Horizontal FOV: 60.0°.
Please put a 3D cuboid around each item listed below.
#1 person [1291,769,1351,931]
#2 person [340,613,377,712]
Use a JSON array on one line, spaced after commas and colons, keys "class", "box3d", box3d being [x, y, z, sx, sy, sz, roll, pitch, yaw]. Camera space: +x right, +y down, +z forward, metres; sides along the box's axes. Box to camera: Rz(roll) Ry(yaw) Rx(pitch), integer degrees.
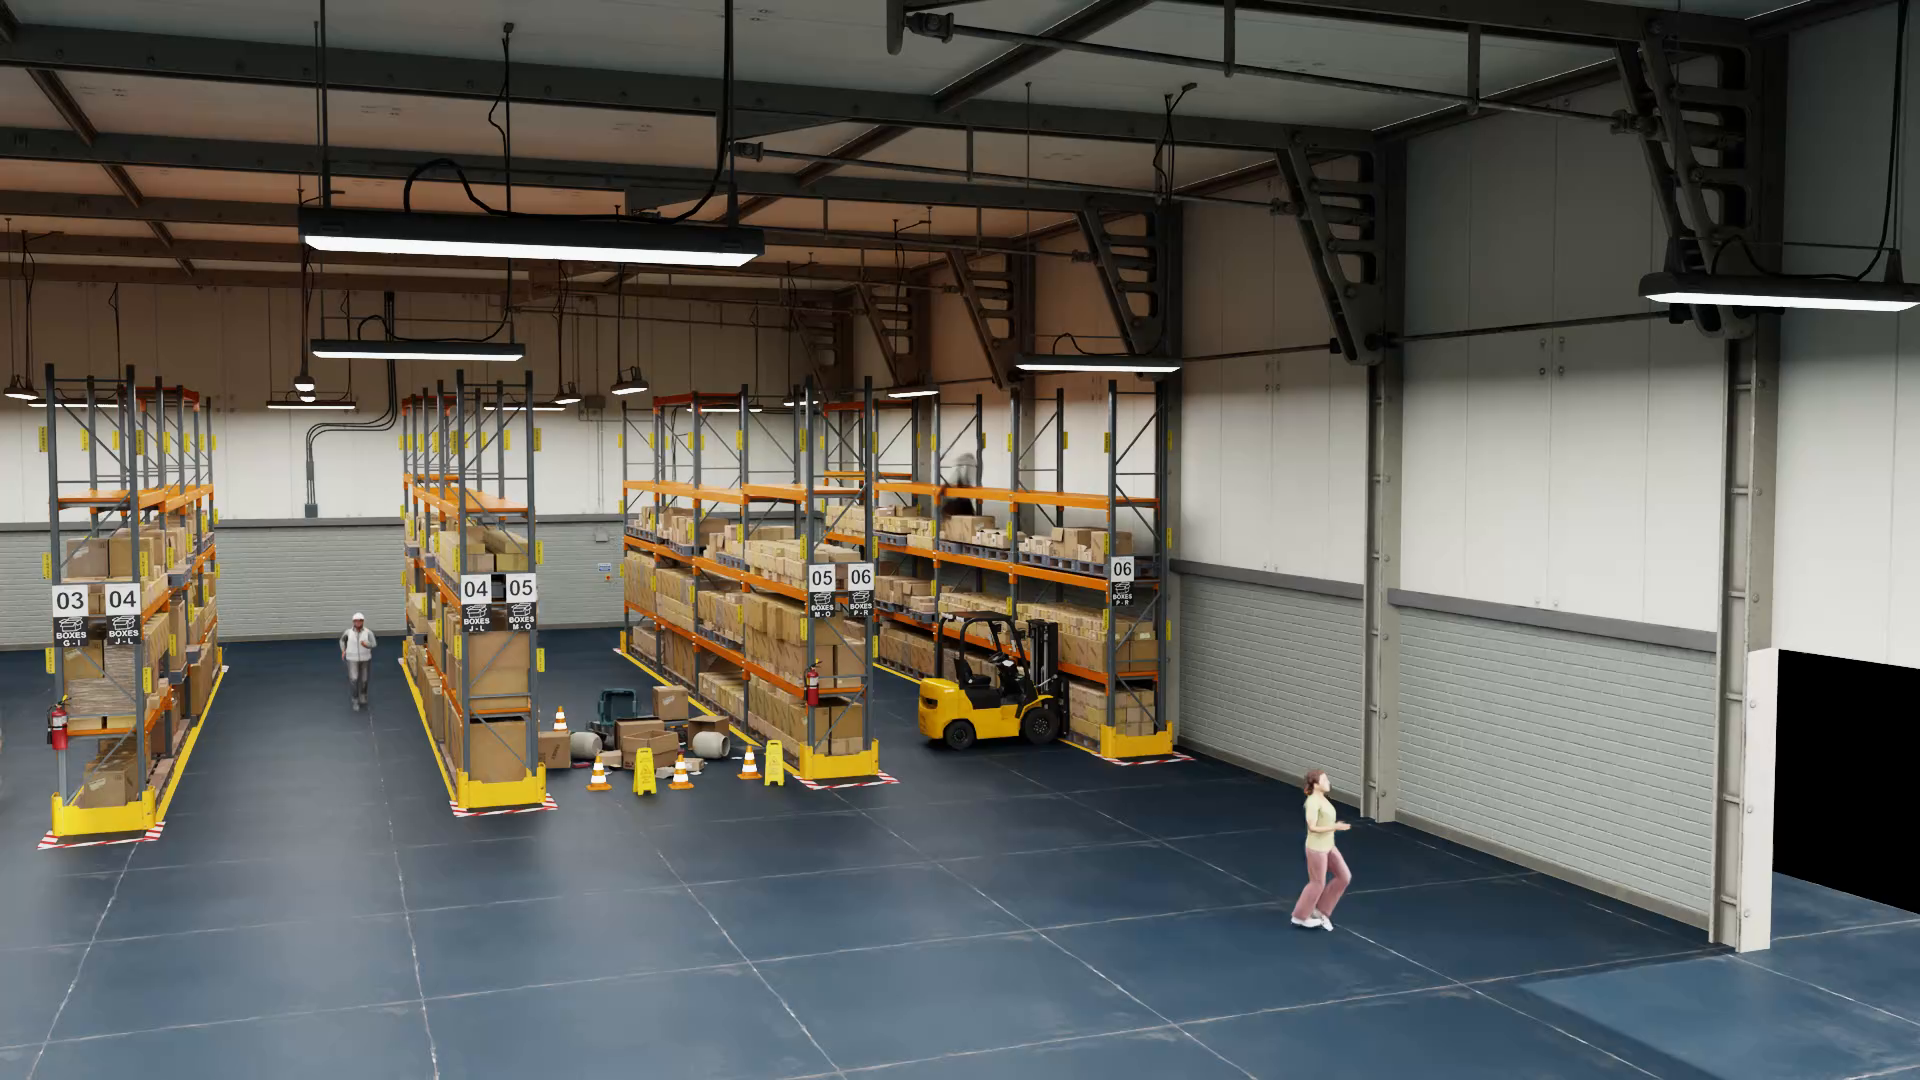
[{"class": "person", "box3d": [3.708, 3.174, 17.015, 0.620, 1.671, 0.561, 2, 4, 29]}, {"class": "person", "box3d": [-11.306, 2.272, 31.275, 0.638, 1.804, 0.877, -1, 4, -24]}]
